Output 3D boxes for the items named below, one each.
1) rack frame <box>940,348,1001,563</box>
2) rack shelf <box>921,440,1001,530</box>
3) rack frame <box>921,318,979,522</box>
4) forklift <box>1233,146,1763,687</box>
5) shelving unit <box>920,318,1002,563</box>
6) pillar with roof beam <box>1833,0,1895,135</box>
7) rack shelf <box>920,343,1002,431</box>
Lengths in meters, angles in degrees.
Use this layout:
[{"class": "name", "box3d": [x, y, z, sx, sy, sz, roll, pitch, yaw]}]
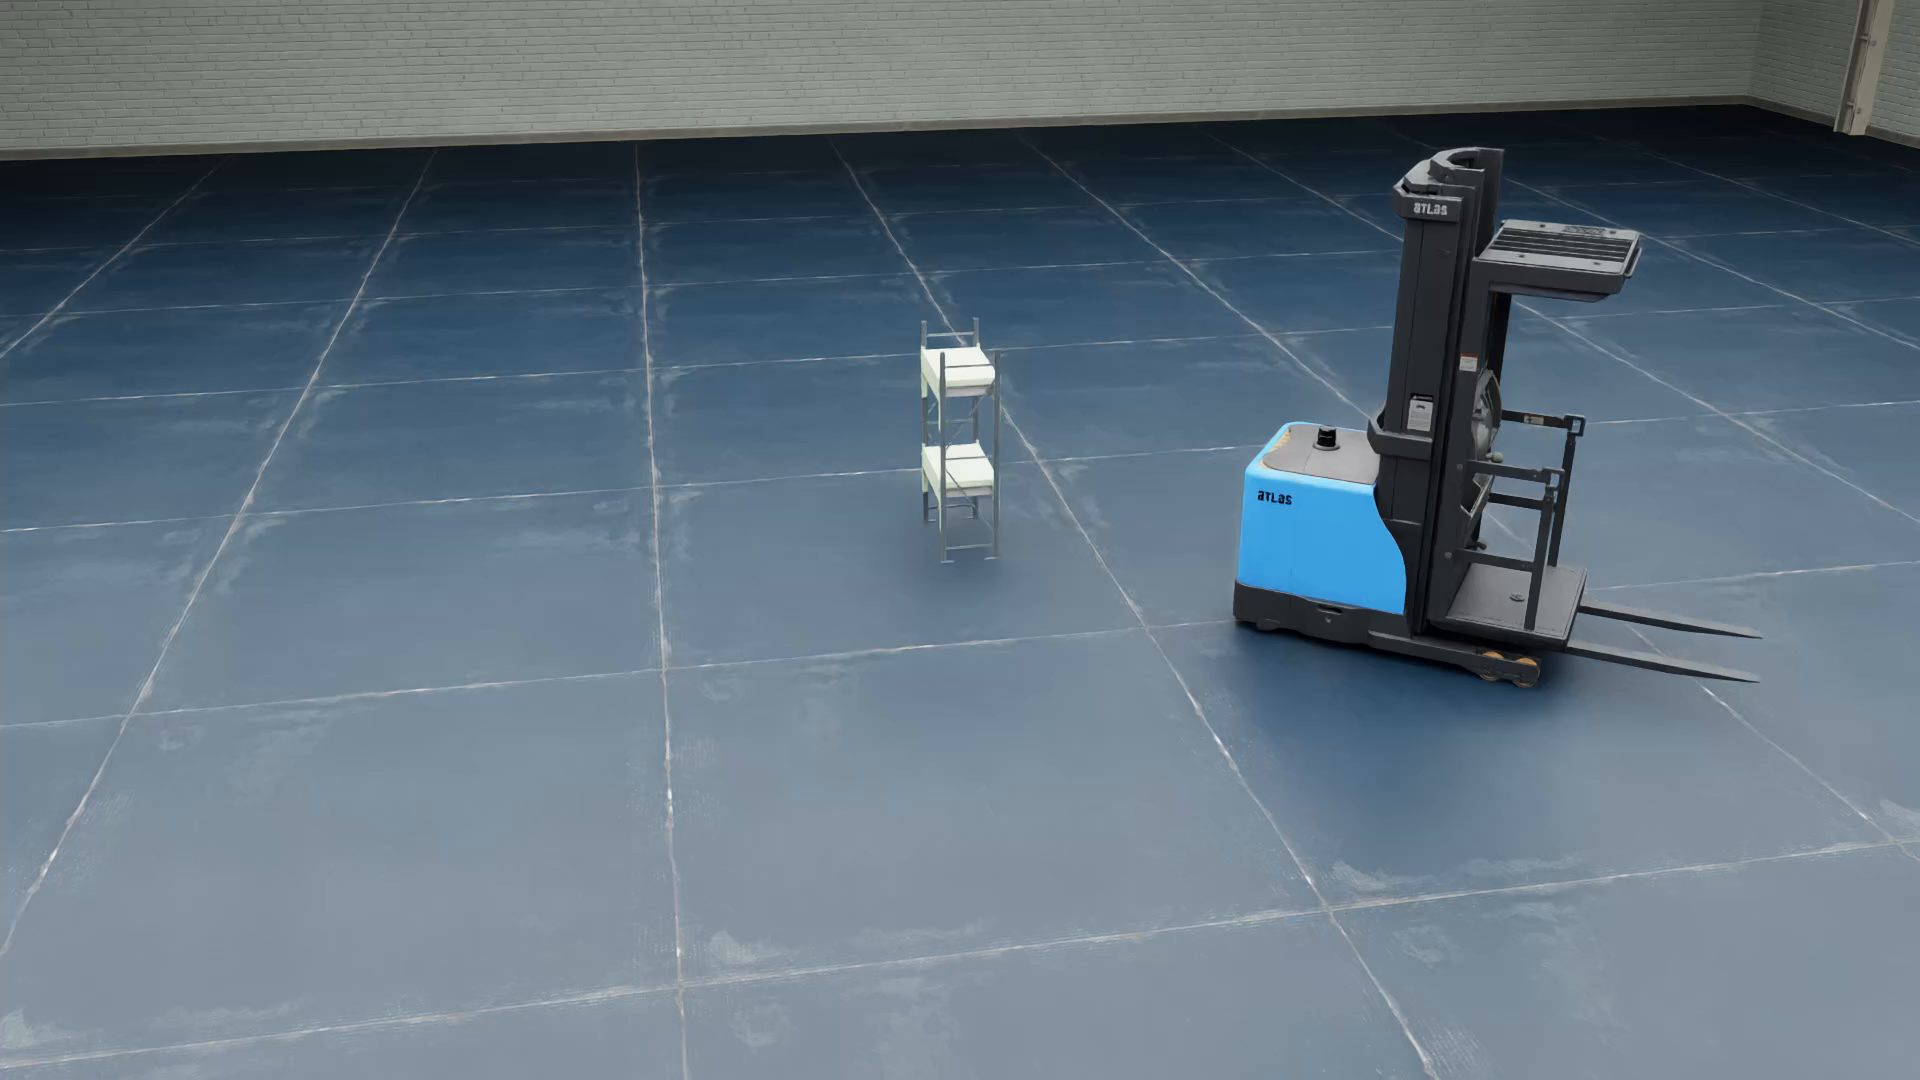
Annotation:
[{"class": "rack frame", "box3d": [0.066, -0.546, 11.126, 0.400, 1.500, 0.023, -4, 24, -10]}, {"class": "rack shelf", "box3d": [-0.001, -0.391, 11.586, 0.431, 0.370, 0.720, -4, 24, -10]}, {"class": "rack frame", "box3d": [-0.069, -0.834, 11.785, 0.400, 1.500, 0.023, -4, 24, -10]}, {"class": "forklift", "box3d": [3.280, -0.720, 9.737, 3.031, 2.935, 1.130, 11, 26, 23]}, {"class": "shelving unit", "box3d": [-0.001, -0.690, 11.456, 0.431, 1.500, 0.755, -4, 24, -10]}, {"class": "pillar with roof beam", "box3d": [10.072, -10.350, 24.204, 9.100, 9.000, 0.400, -4, 24, -10]}, {"class": "rack shelf", "box3d": [-0.001, -1.048, 11.300, 0.431, 0.370, 0.720, -4, 24, -10]}]
